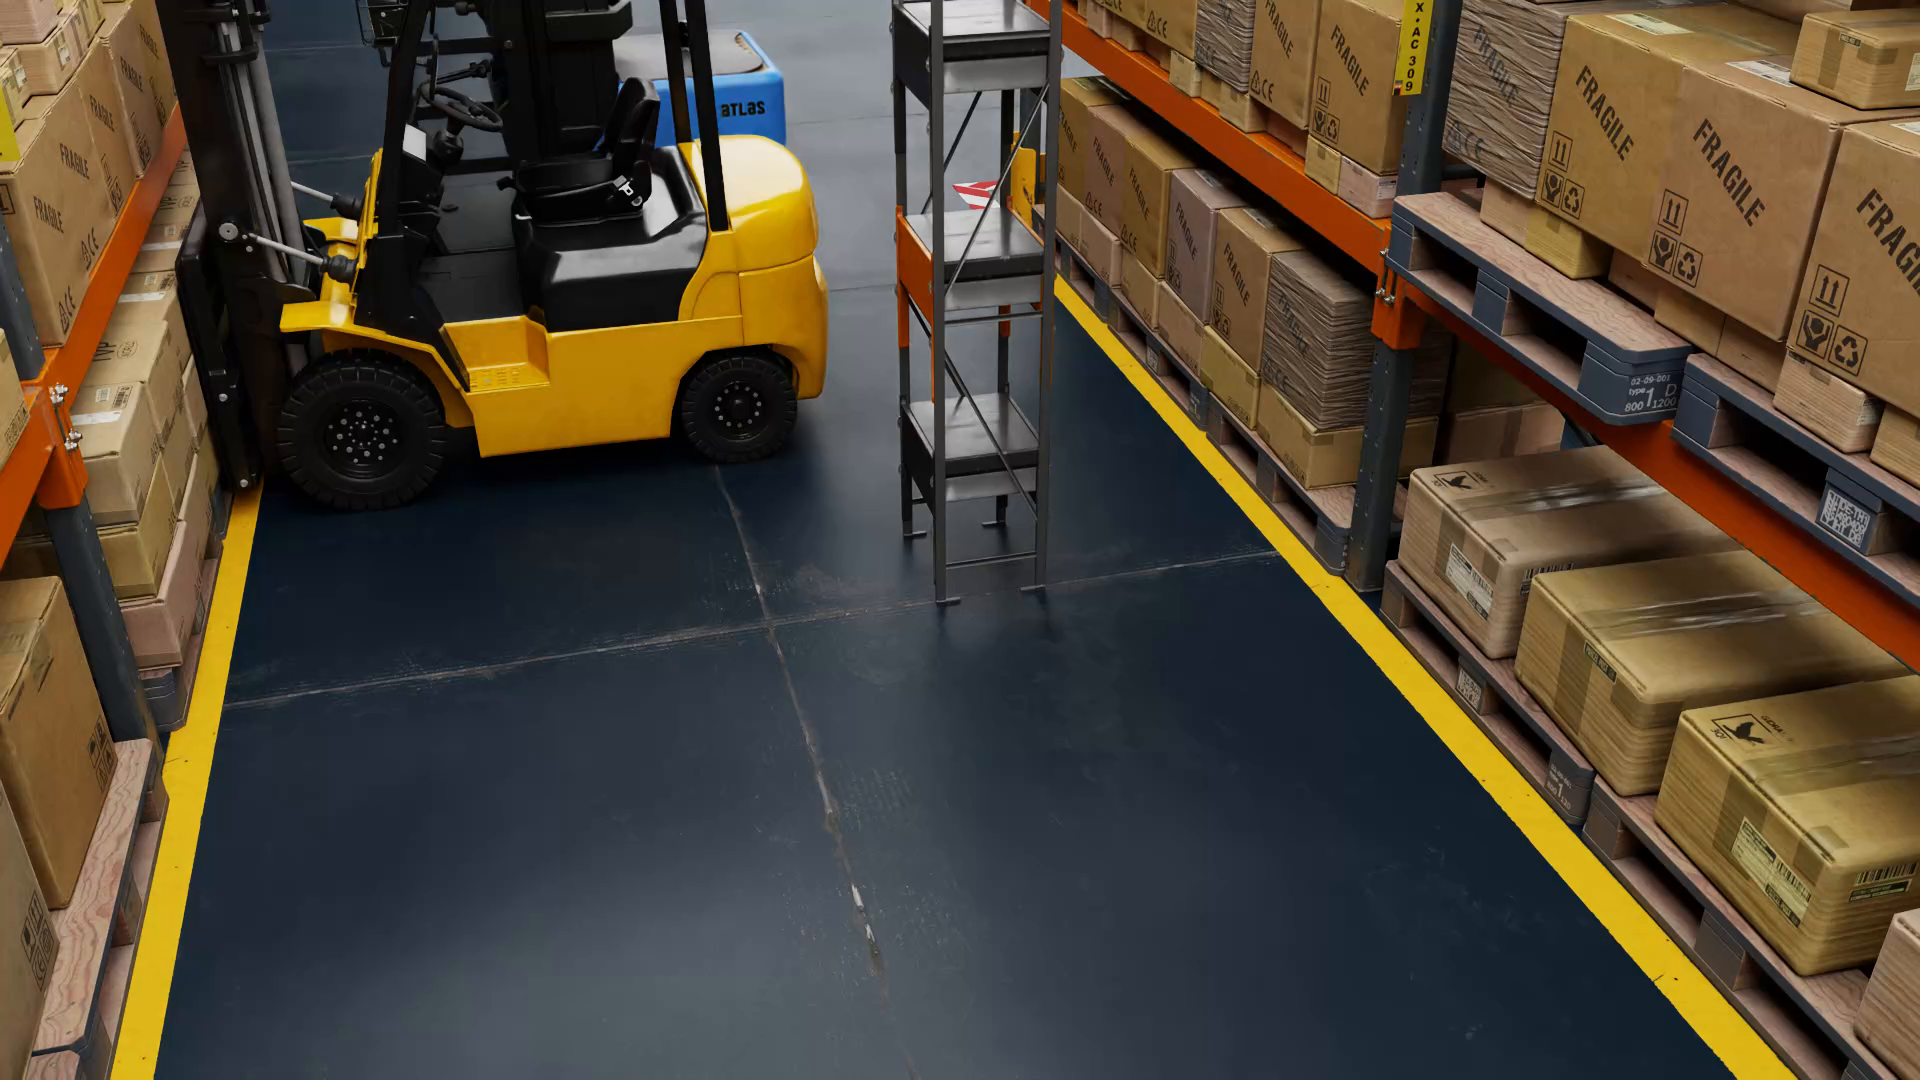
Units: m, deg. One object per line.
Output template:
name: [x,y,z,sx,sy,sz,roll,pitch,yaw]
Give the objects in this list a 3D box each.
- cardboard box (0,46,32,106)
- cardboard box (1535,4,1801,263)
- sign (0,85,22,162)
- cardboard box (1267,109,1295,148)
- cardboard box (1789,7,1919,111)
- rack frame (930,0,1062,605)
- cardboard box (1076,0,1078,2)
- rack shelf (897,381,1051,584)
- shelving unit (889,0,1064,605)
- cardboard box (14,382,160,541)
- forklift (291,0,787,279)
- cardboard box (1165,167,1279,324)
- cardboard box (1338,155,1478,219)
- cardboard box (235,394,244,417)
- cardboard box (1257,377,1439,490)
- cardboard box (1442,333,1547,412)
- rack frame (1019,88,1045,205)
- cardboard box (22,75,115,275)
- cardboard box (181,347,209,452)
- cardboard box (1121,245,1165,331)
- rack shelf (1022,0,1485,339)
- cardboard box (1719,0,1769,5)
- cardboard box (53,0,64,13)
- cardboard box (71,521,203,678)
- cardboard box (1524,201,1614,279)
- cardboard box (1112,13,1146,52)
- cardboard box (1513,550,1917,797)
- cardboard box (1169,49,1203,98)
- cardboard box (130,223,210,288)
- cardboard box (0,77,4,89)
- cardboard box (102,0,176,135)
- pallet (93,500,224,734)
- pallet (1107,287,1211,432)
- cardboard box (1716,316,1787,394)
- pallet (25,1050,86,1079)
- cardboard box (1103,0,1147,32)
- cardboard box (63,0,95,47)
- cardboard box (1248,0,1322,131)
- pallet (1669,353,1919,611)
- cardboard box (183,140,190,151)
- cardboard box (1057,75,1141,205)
cardboard box: [-2.899,-1.295,4.746,0.380,0.149,0.250,-8,31,-13]
cardboard box: [1.864,-1.044,4.244,0.500,0.500,0.500,-8,31,-13]
sign: [-2.381,-1.079,4.043,0.100,0.325,0.005,-8,31,-13]
cardboard box: [1.384,-1.581,6.238,0.380,0.149,0.250,-8,31,-14]
cardboard box: [2.054,-1.046,3.600,0.380,0.149,0.250,-6,31,-10]
rack frame: [0.109,-0.711,5.382,0.400,2.100,0.015,-8,31,-13]
cardboard box: [0.792,-2.709,8.186,0.380,0.149,0.250,-7,31,-13]
rack shelf: [0.044,-0.211,5.943,0.431,0.518,0.480,-8,31,-13]
shelving unit: [0.044,-0.829,5.586,0.431,2.100,0.503,-8,31,-13]
cardboard box: [-2.728,-0.235,4.989,0.500,0.250,0.500,-8,31,-14]
forklift: [-2.420,-2.603,7.822,3.031,2.935,1.130,-9,31,-15]
cardboard box: [1.194,-1.255,7.001,0.500,0.500,0.500,-6,31,-11]
cardboard box: [1.503,-1.203,5.585,0.380,0.149,0.250,-8,31,-14]
cardboard box: [-3.128,-0.542,6.517,0.500,0.250,0.500,-7,31,-12]
cardboard box: [1.467,-0.439,6.339,0.500,0.250,0.500,-6,31,-11]
cardboard box: [1.986,-0.834,6.274,0.500,0.500,0.500,-6,31,-11]
rack frame: [0.821,-3.129,8.662,1.000,3.000,0.127,-8,31,-13]
cardboard box: [-2.922,-1.077,5.017,0.500,0.500,0.500,-7,31,-12]
cardboard box: [-2.991,-0.505,5.955,0.500,0.250,0.500,-8,31,-14]
cardboard box: [1.054,-1.185,7.628,0.500,0.250,0.500,-6,31,-10]
rack shelf: [1.352,-1.852,7.173,1.077,0.370,4.000,-8,31,-13]
cardboard box: [2.226,-1.358,4.786,0.500,0.500,0.500,-8,31,-14]
cardboard box: [-2.998,-1.677,5.110,0.380,0.149,0.250,-8,31,-14]
cardboard box: [-2.711,0.195,5.244,0.500,0.250,0.500,-8,31,-13]
cardboard box: [1.782,-0.839,4.537,0.380,0.149,0.250,-7,31,-12]
cardboard box: [0.908,-2.321,7.516,0.380,0.149,0.250,-7,31,-12]
cardboard box: [2.218,0.358,4.841,0.950,0.372,0.625,-6,31,-10]
cardboard box: [1.088,-1.940,6.859,0.380,0.149,0.250,-8,31,-13]
cardboard box: [-3.129,-0.977,6.271,0.500,0.250,0.500,-8,31,-14]
cardboard box: [-2.701,-1.181,4.253,0.380,0.149,0.250,-7,31,-12]
cardboard box: [-3.315,-1.808,6.280,0.500,0.500,0.500,-8,31,-14]
pallet: [-3.073,0.282,5.552,1.003,0.211,1.213,-8,31,-13]
pallet: [1.343,-0.900,7.595,1.003,0.211,1.213,-8,31,-13]
cardboard box: [2.023,-0.463,3.887,0.380,0.149,0.250,-8,31,-13]
pallet: [-2.341,1.613,3.253,1.003,0.211,1.213,-8,31,-13]
cardboard box: [0.956,-2.540,7.247,0.500,0.500,0.500,-8,31,-14]
cardboard box: [-3.045,-1.670,5.394,0.380,0.149,0.250,-9,31,-15]
cardboard box: [1.382,-1.798,5.966,0.500,0.500,0.500,-7,31,-12]
pallet: [2.379,-0.133,3.677,1.003,0.211,1.213,-8,31,-13]
cardboard box: [-3.541,-1.711,7.539,0.500,0.250,0.500,-7,31,-12]
cardboard box: [0.775,-2.007,8.301,0.500,0.500,0.500,-9,31,-15]
